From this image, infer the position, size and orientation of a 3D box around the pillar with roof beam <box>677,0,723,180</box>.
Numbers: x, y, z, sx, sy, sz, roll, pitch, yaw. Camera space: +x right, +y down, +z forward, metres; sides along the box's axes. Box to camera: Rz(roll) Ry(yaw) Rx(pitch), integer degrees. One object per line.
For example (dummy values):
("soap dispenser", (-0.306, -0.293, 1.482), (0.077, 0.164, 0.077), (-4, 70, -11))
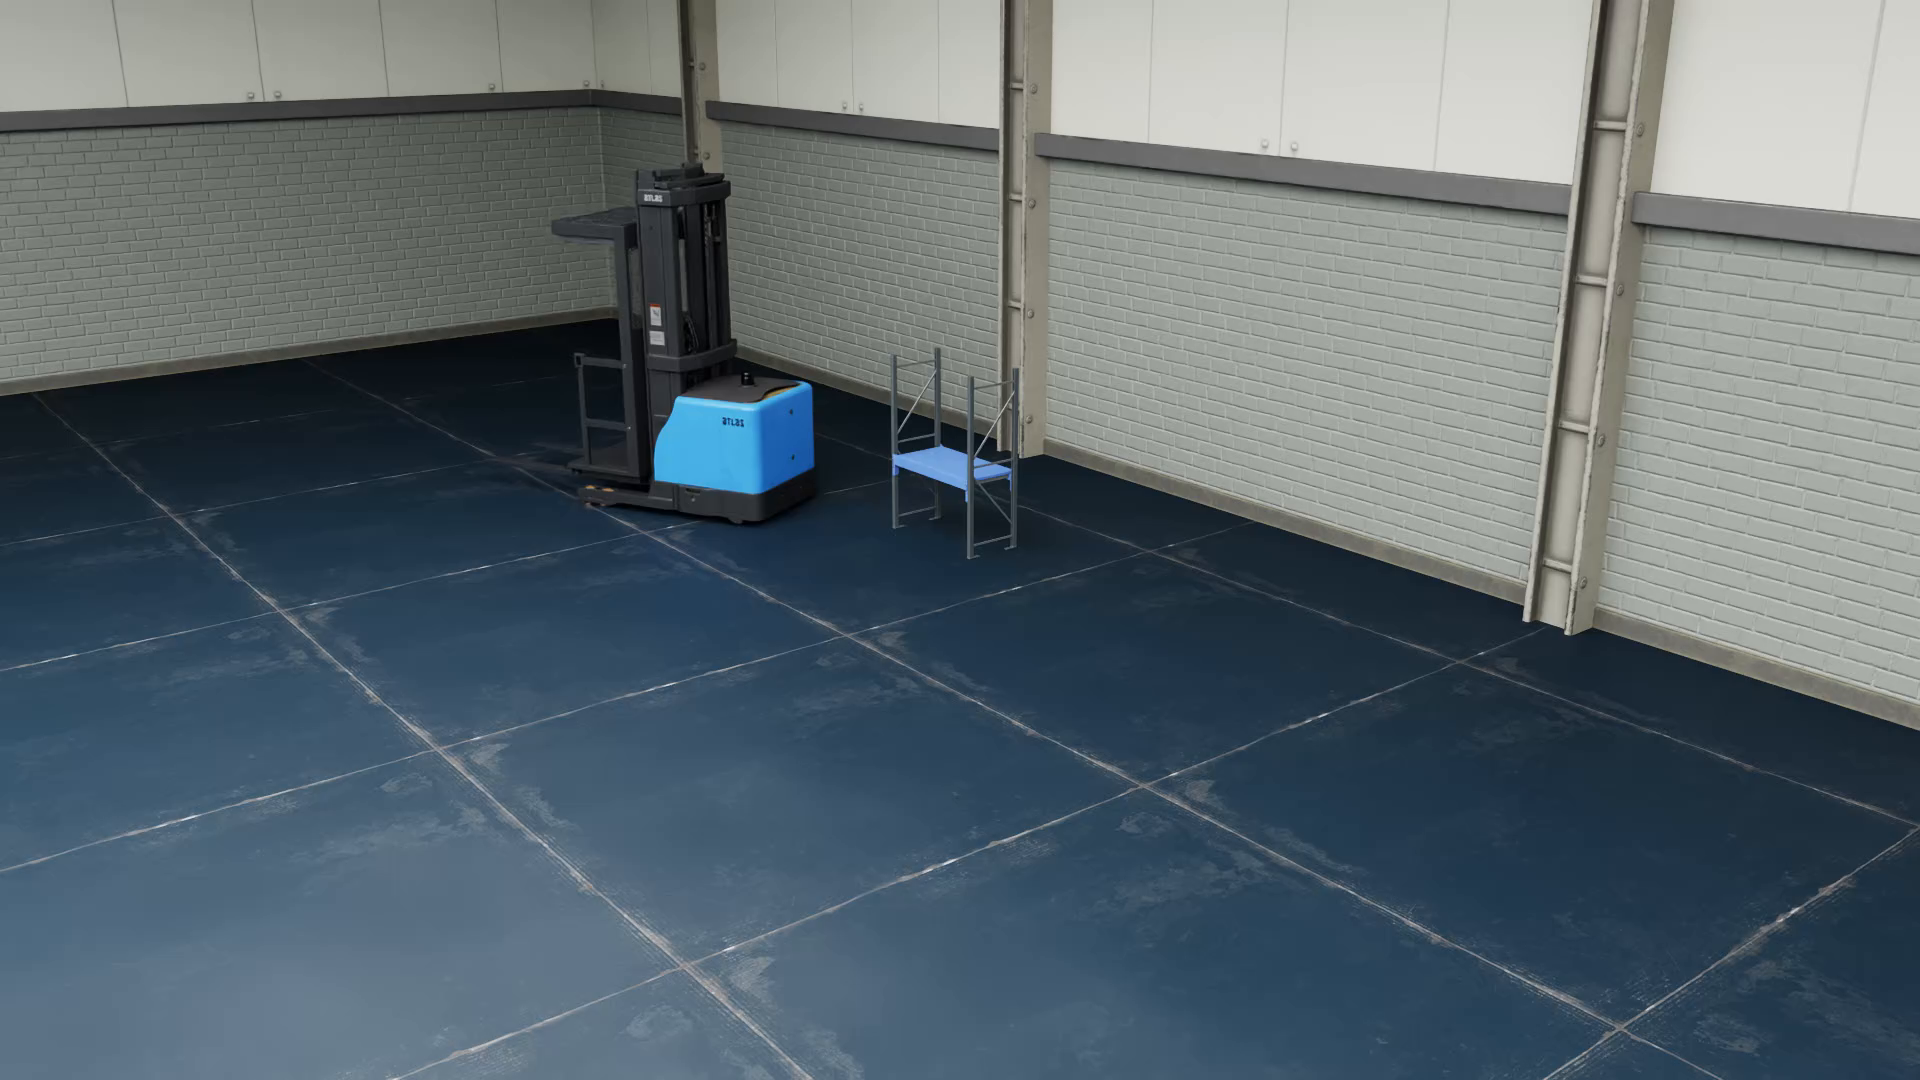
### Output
("pillar with roof beam", (-6.493, -5.786, 17.022), (9.100, 9.000, 0.400), (-14, 23, -36))

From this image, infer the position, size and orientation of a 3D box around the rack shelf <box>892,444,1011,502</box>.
("rack shelf", (-0.053, -0.562, 13.747), (0.538, 0.185, 1.000), (-14, 23, -36))

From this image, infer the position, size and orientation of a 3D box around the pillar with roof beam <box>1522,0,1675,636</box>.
("pillar with roof beam", (0.958, -2.829, 8.092), (9.100, 9.000, 0.400), (-14, 23, -36))

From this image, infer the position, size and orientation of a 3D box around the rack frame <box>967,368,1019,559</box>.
("rack frame", (0.263, -0.608, 13.312), (0.500, 1.500, 0.032), (-14, 23, -36))

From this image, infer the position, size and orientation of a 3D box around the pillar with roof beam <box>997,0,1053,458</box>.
("pillar with roof beam", (-2.767, -4.308, 12.557), (9.100, 9.000, 0.400), (-14, 23, -36))

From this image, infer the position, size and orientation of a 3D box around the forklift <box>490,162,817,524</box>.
("forklift", (-2.844, -1.821, 14.700), (3.031, 2.935, 1.130), (8, 20, 24))

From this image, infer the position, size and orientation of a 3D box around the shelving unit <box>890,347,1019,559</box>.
("shelving unit", (-0.053, -0.733, 13.690), (0.538, 1.500, 1.048), (-14, 23, -36))

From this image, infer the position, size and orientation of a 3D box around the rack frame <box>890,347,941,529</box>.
("rack frame", (-0.369, -0.858, 14.068), (0.500, 1.500, 0.032), (-14, 23, -36))
